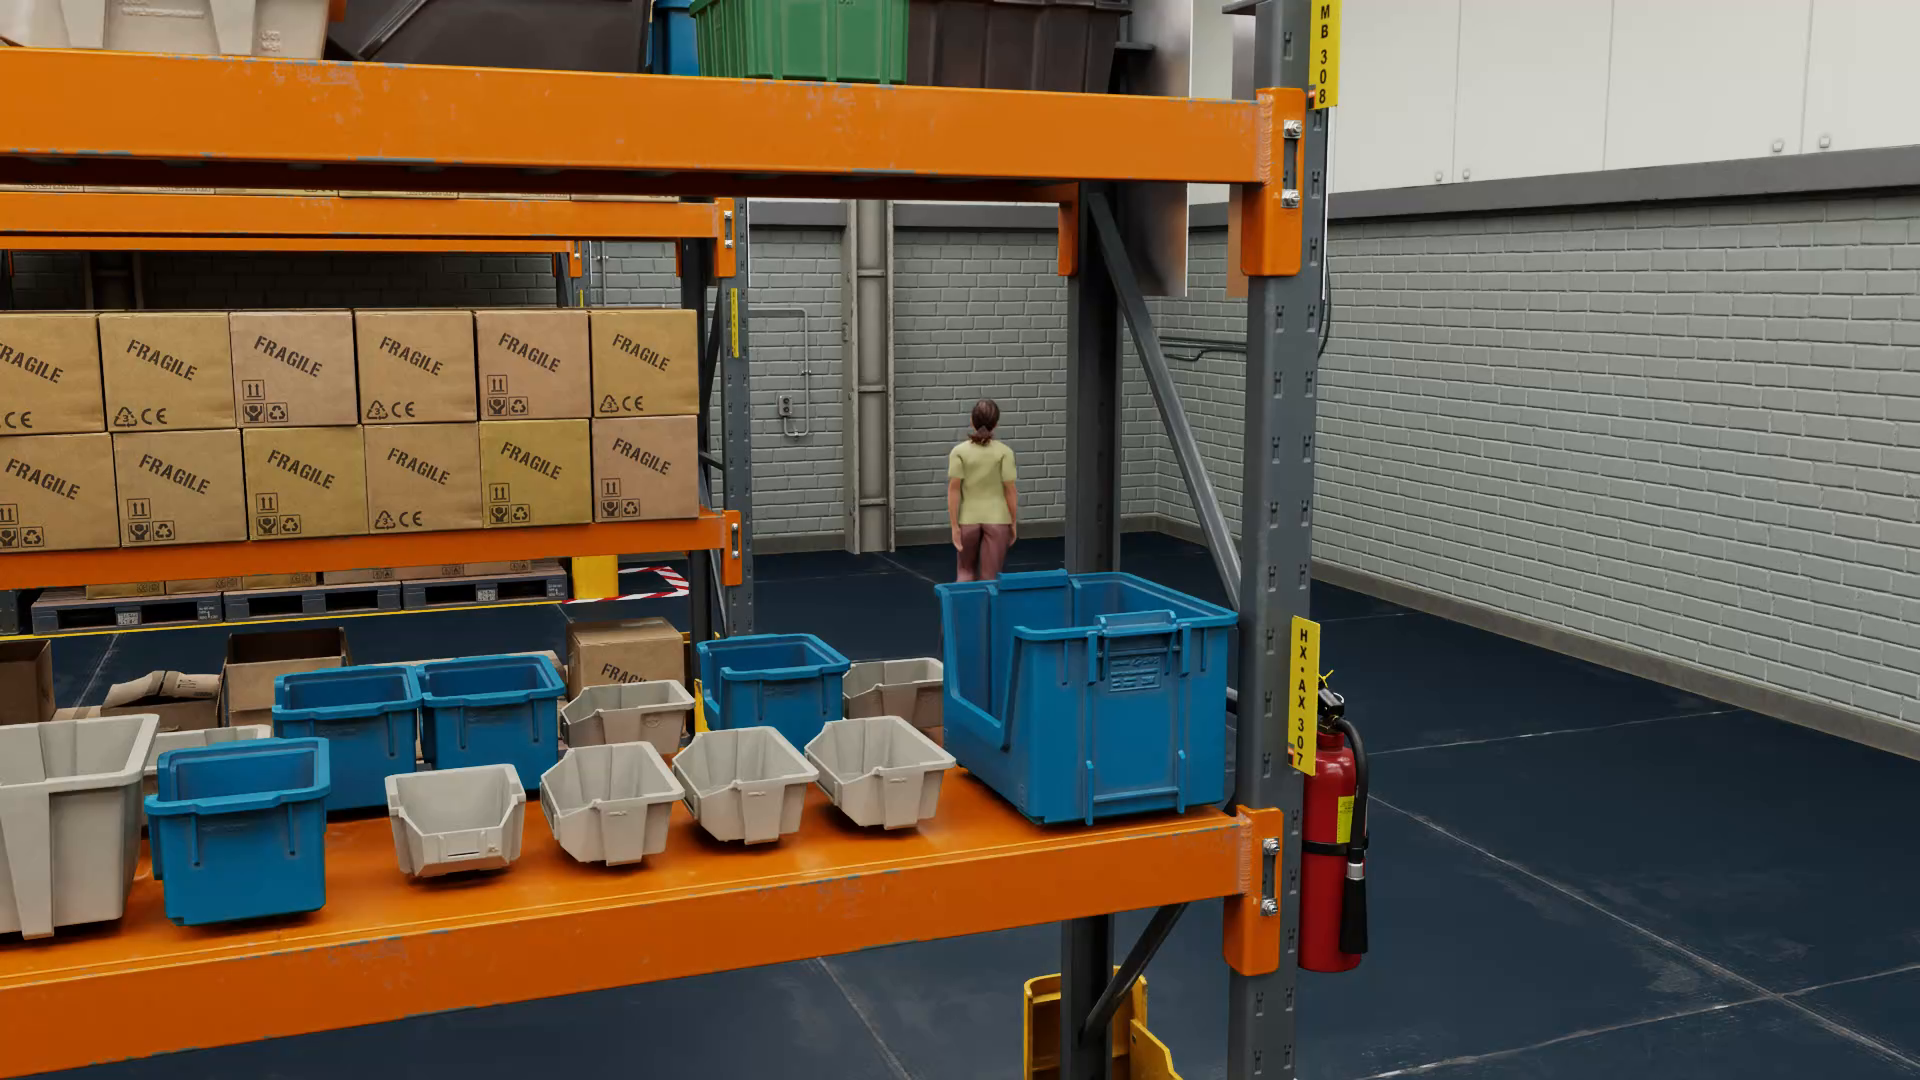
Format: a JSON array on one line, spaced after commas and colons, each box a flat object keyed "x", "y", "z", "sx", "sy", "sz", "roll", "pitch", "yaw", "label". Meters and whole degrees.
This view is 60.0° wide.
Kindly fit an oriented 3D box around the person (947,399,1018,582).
[{"x": 0.158, "y": -0.061, "z": 10.720, "sx": 0.442, "sy": 1.692, "sz": 0.469, "roll": 2, "pitch": 9, "yaw": 11, "label": "person"}]
